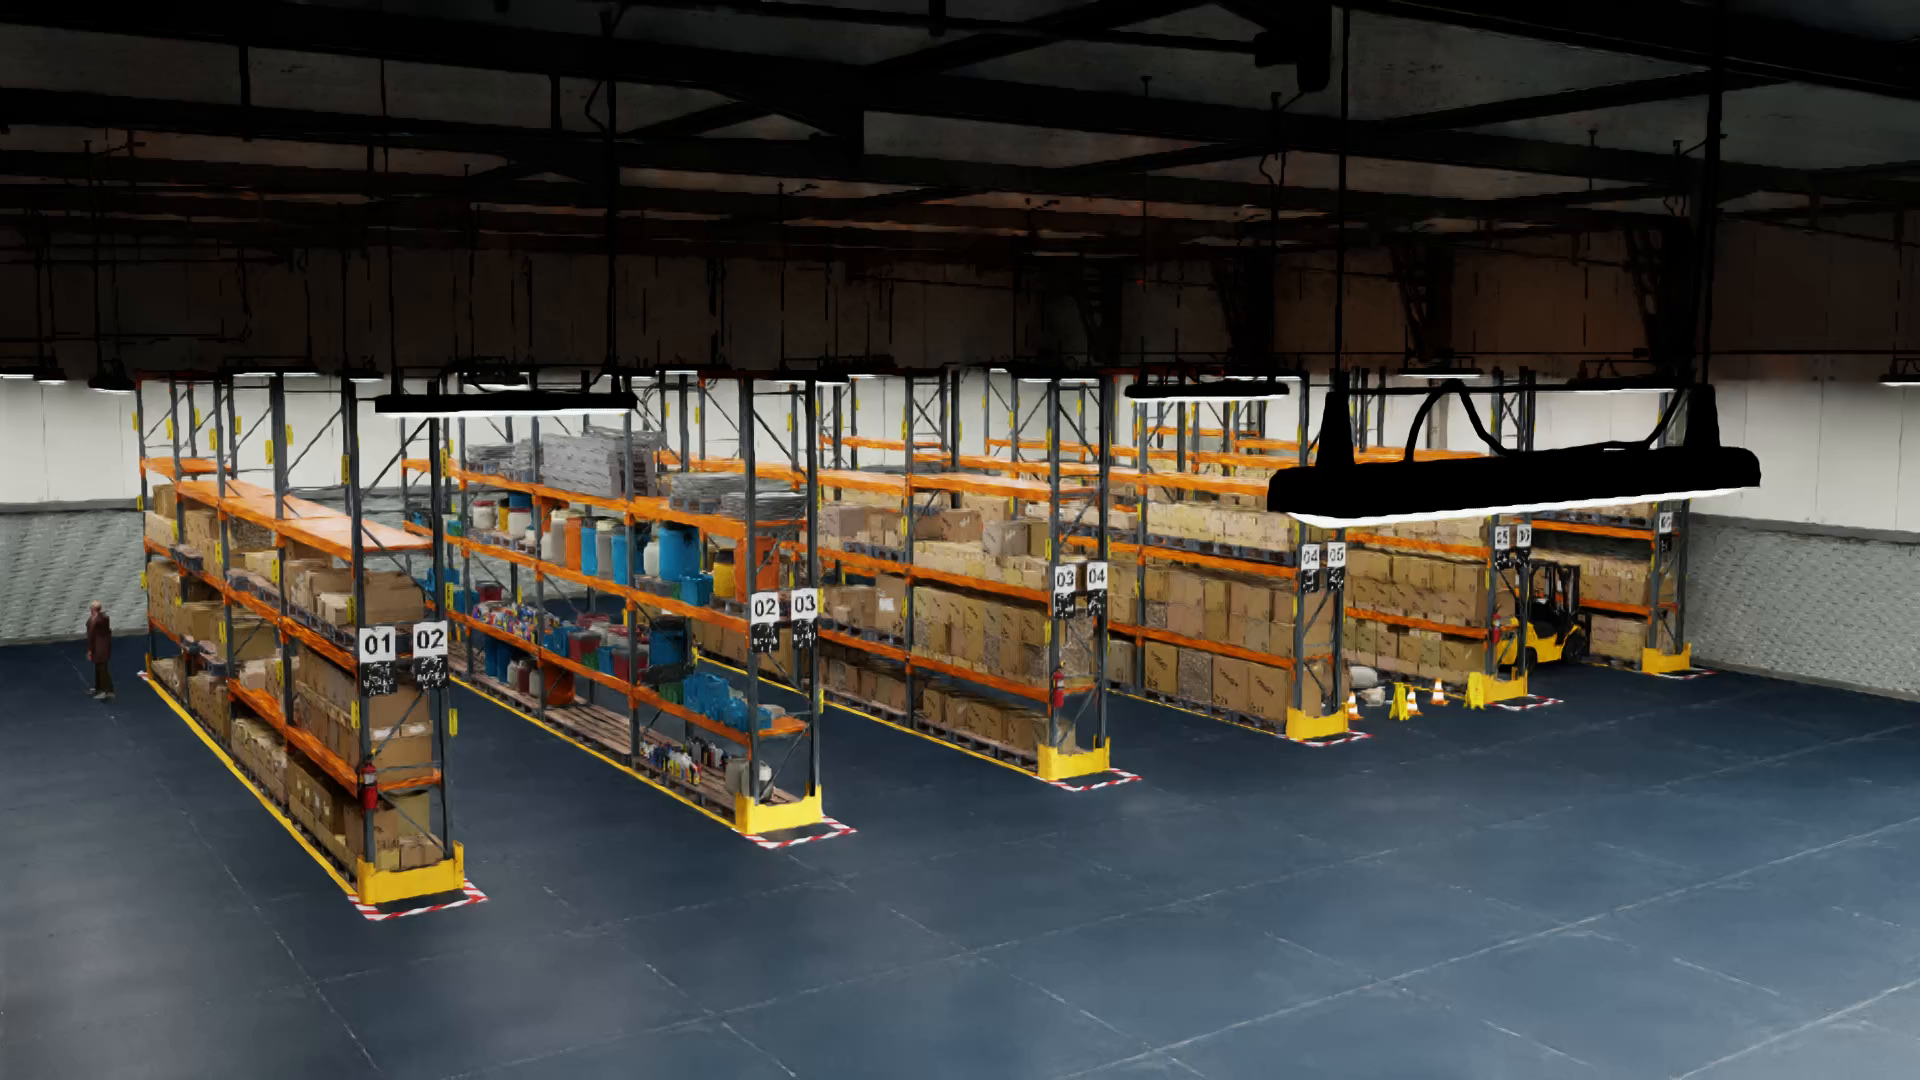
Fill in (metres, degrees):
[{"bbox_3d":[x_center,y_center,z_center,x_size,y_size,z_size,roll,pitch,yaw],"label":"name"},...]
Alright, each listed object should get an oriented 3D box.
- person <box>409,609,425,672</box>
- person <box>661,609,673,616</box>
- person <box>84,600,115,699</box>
[{"bbox_3d":[-10.868,1.788,32.722,0.702,1.735,0.549,-4,8,-34],"label":"person"},{"bbox_3d":[-5.342,2.056,30.257,0.553,1.709,1.123,-4,8,-31],"label":"person"},{"bbox_3d":[-15.840,1.989,30.517,0.636,1.775,0.677,0,6,-3],"label":"person"}]
